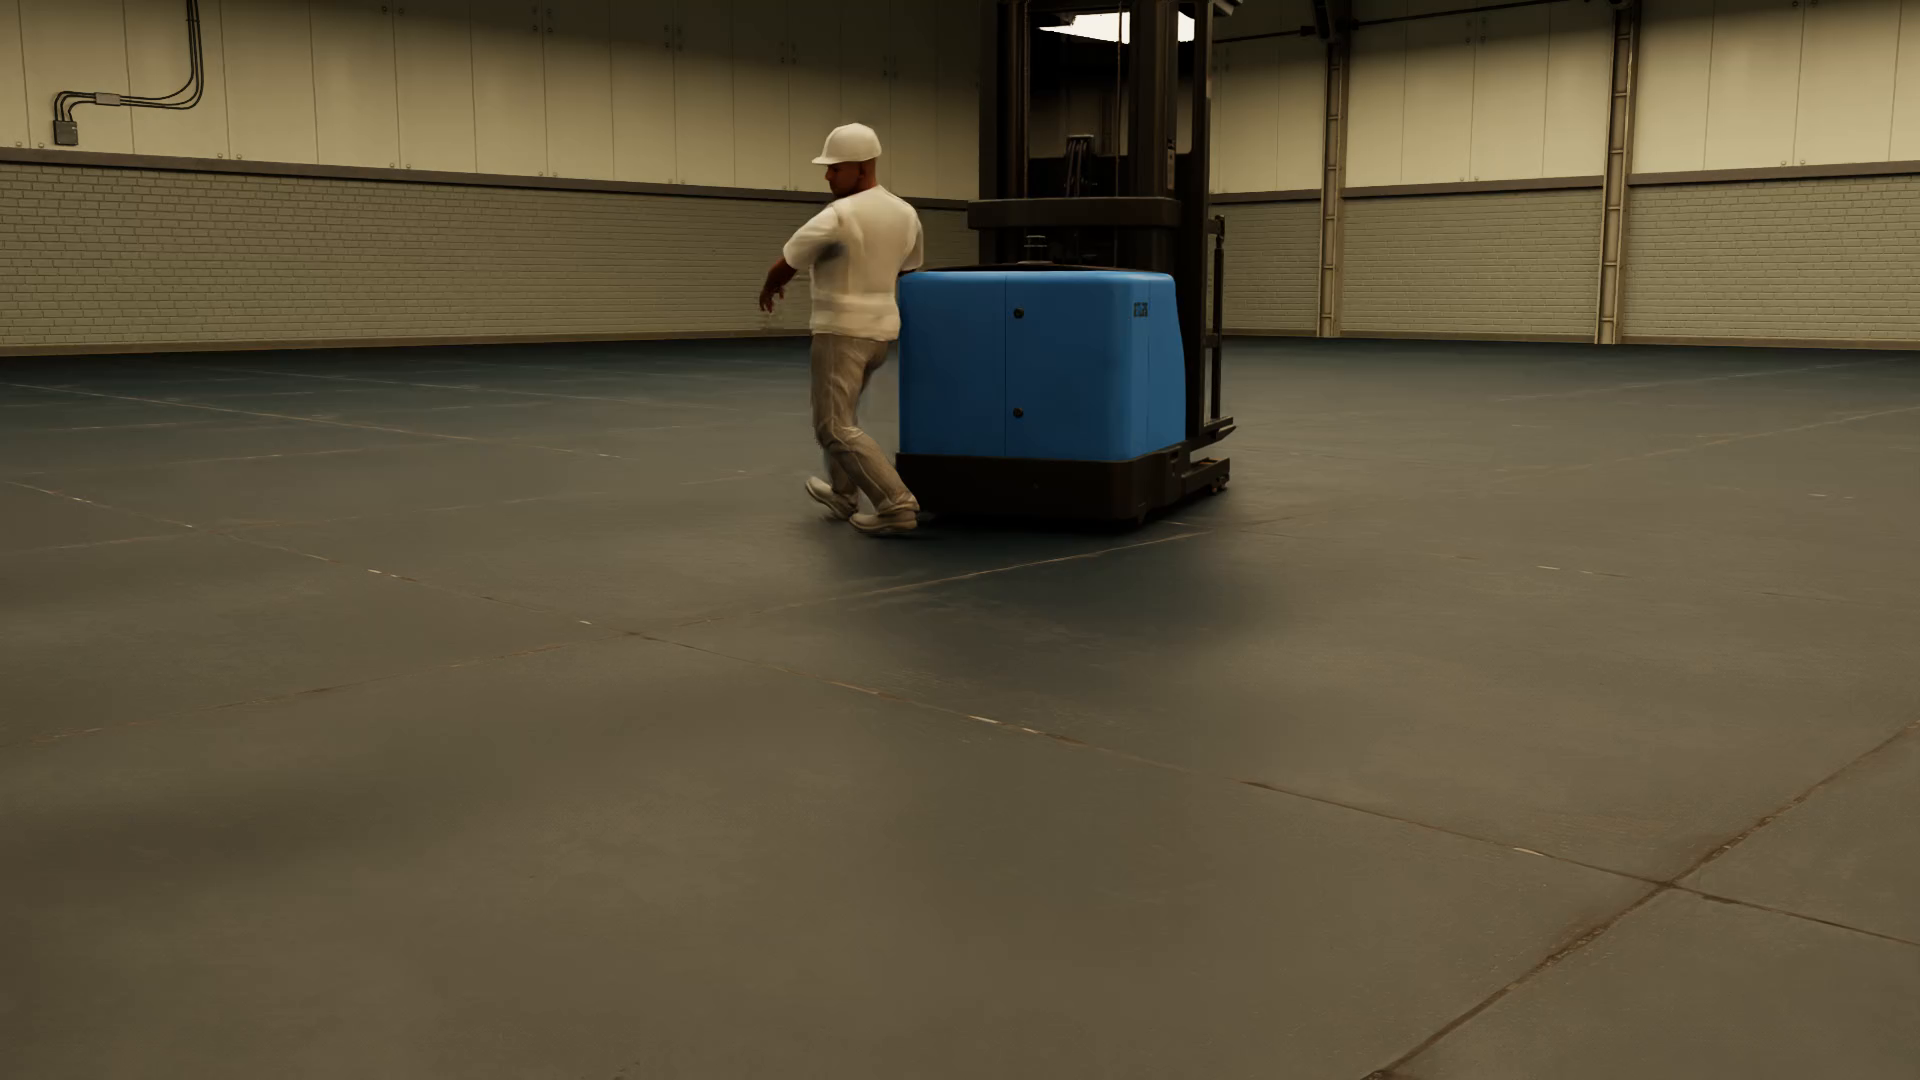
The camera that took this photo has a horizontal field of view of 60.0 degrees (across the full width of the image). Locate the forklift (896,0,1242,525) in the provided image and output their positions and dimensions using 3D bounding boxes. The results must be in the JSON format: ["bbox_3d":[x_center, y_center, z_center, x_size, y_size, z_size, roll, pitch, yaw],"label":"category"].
[{"bbox_3d":[0.726,-1.692,8.113,1.130,2.935,3.031,3,9,21],"label":"forklift"}]

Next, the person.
[{"bbox_3d":[-0.441,-0.880,7.030,0.859,1.687,0.758,4,10,27],"label":"person"}]
